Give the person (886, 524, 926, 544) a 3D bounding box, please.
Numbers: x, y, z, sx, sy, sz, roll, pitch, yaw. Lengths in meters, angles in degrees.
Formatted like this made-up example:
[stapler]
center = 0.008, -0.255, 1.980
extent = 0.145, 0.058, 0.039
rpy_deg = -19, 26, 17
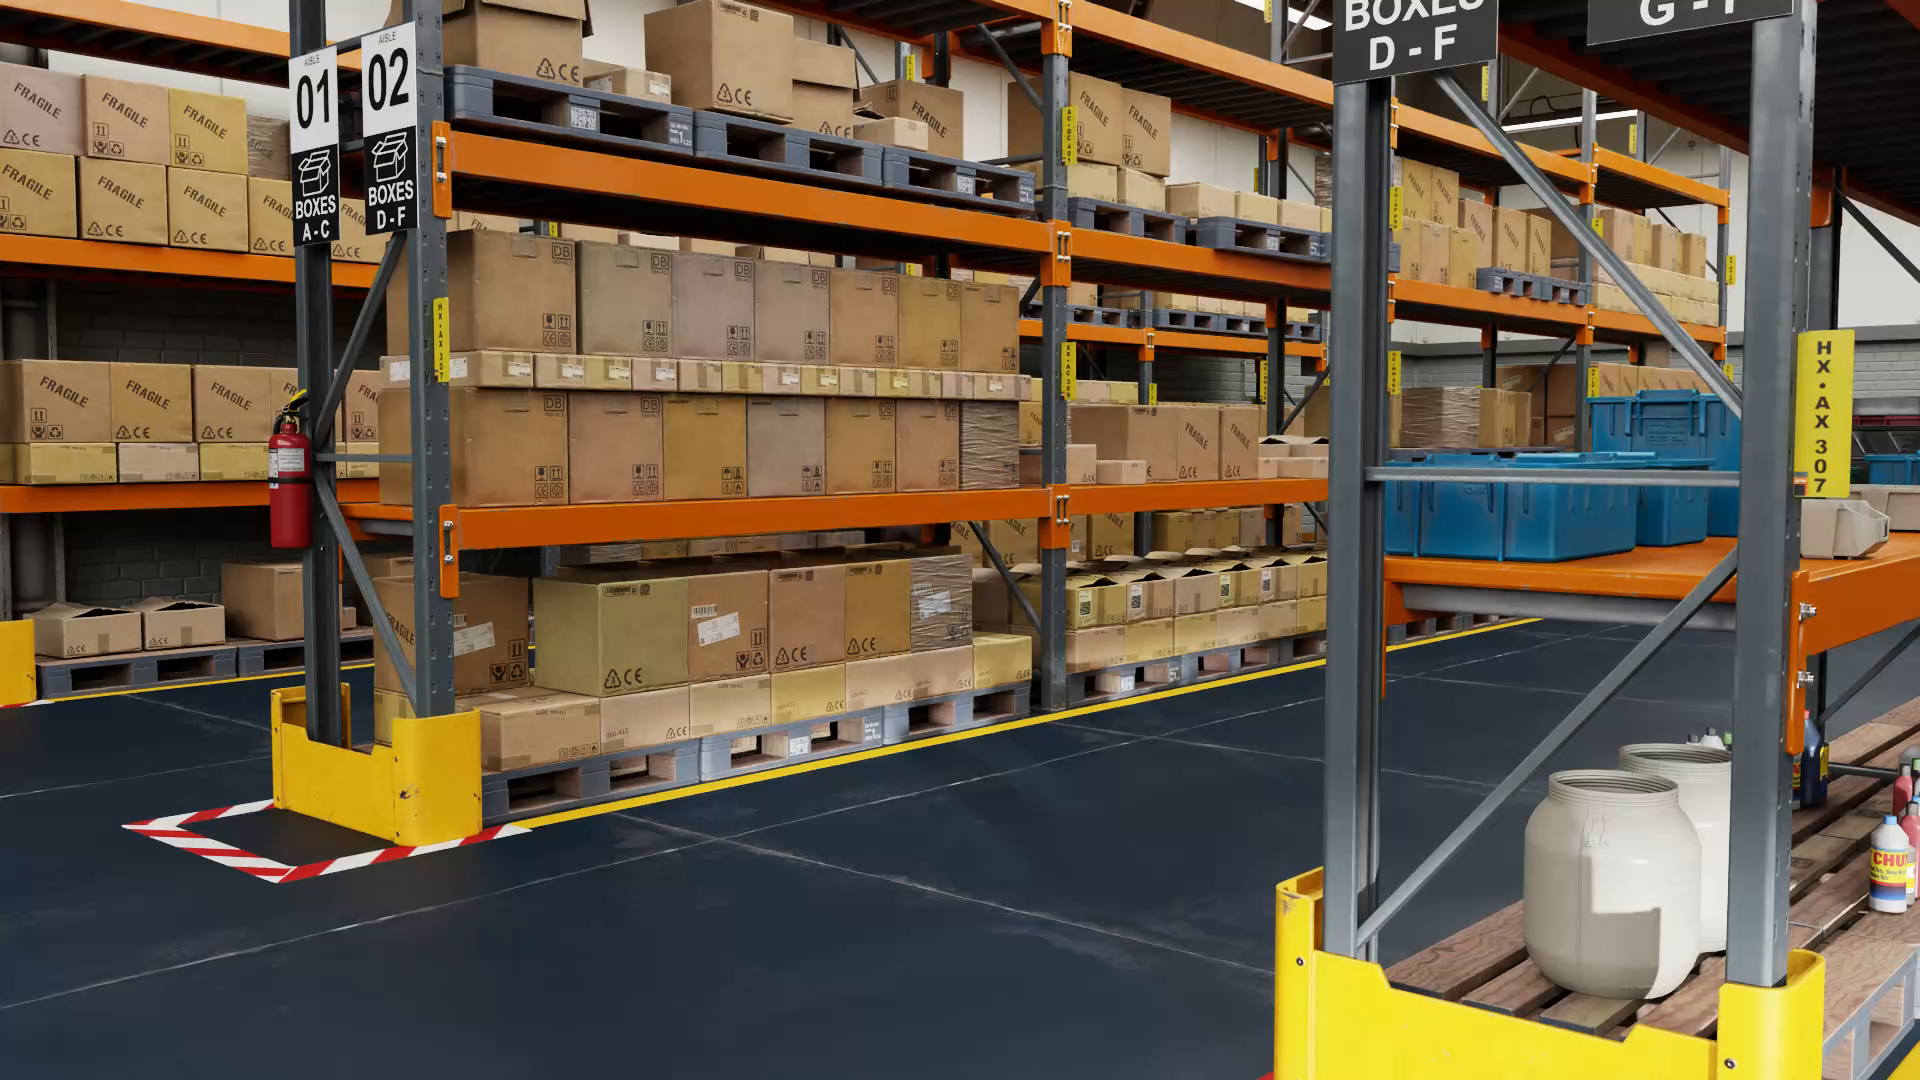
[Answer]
[person]
center = -0.381, -0.077, 13.393
extent = 0.550, 1.783, 0.592
rpy_deg = 2, 4, 27
